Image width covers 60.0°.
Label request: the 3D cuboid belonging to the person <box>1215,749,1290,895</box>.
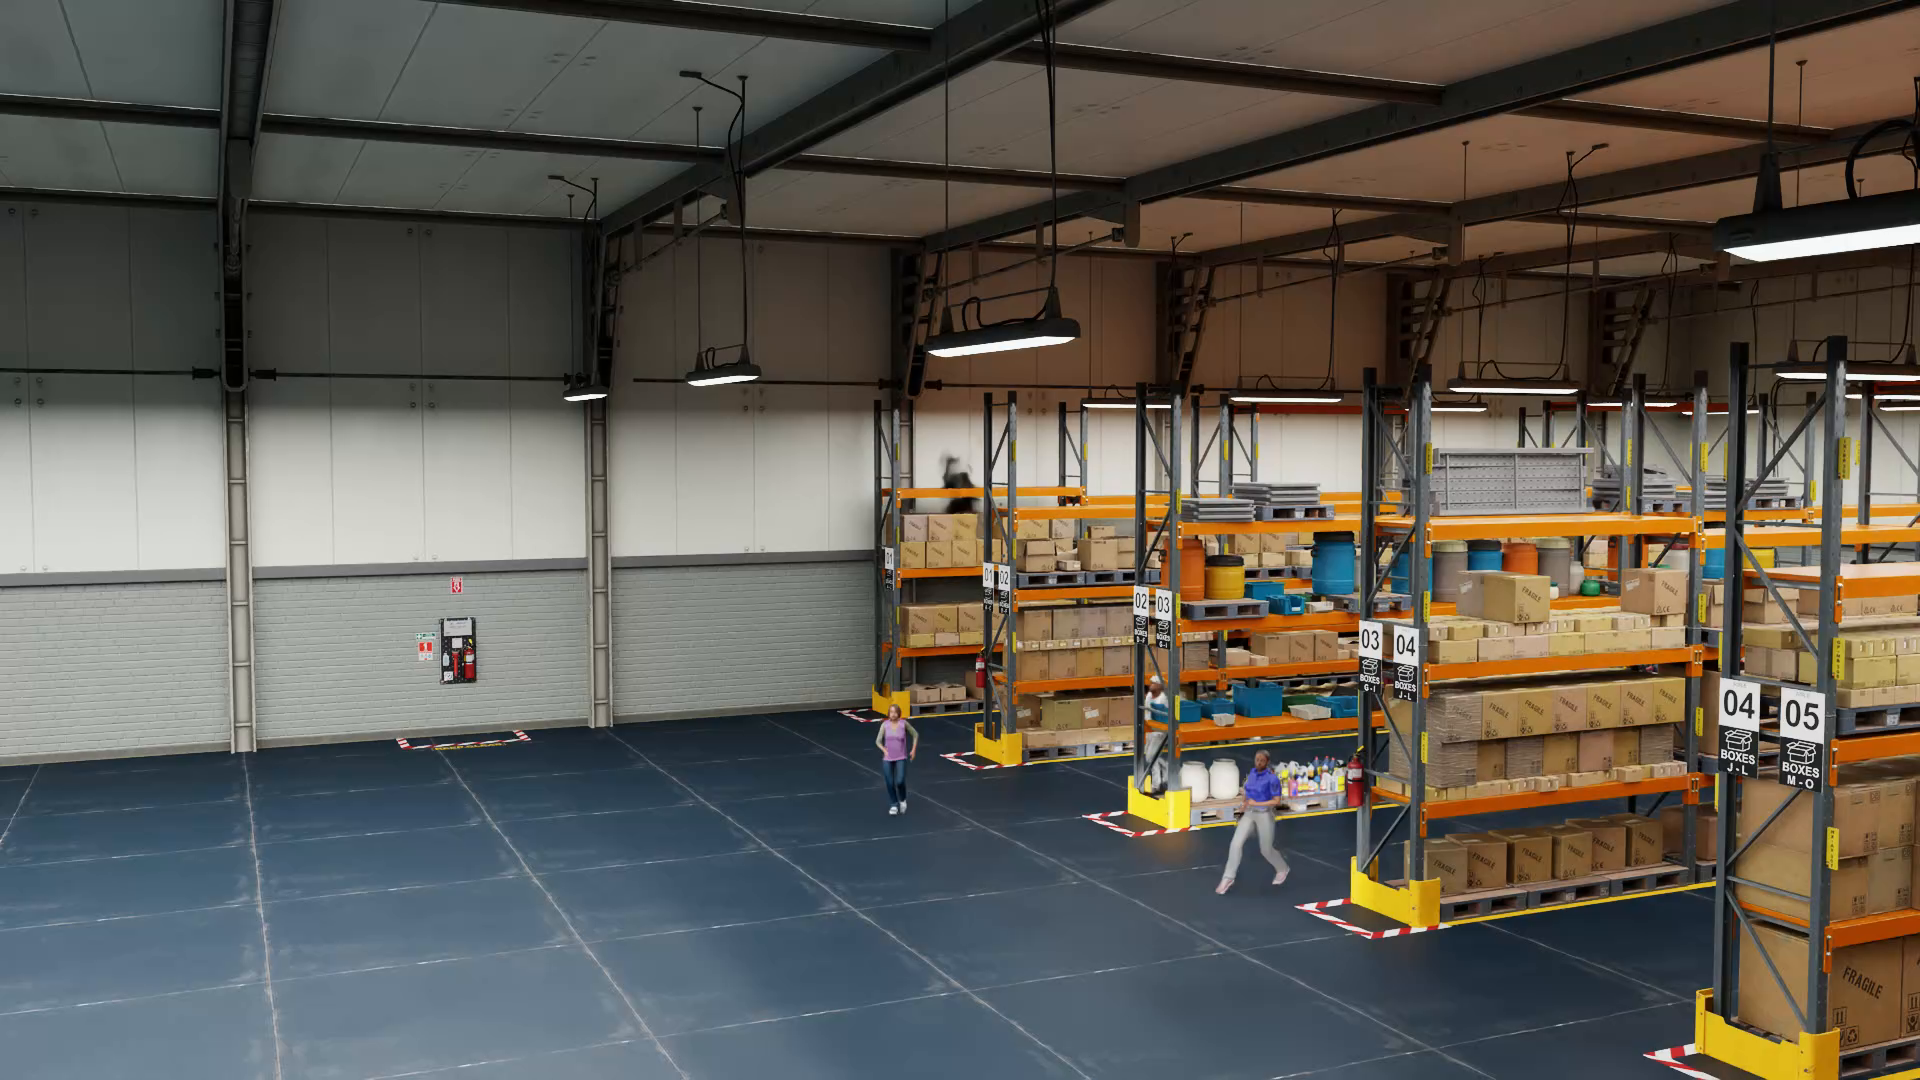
[{"bbox_3d":[3.450,3.228,19.145,0.942,1.660,0.592,-3,4,-41],"label":"person"}]

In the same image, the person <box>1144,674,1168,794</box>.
[{"bbox_3d":[2.976,2.860,24.645,0.619,1.755,0.704,-2,4,-28],"label":"person"}]

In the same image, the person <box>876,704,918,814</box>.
[{"bbox_3d":[-0.878,3.034,22.920,0.577,1.556,0.584,0,3,4],"label":"person"}]
